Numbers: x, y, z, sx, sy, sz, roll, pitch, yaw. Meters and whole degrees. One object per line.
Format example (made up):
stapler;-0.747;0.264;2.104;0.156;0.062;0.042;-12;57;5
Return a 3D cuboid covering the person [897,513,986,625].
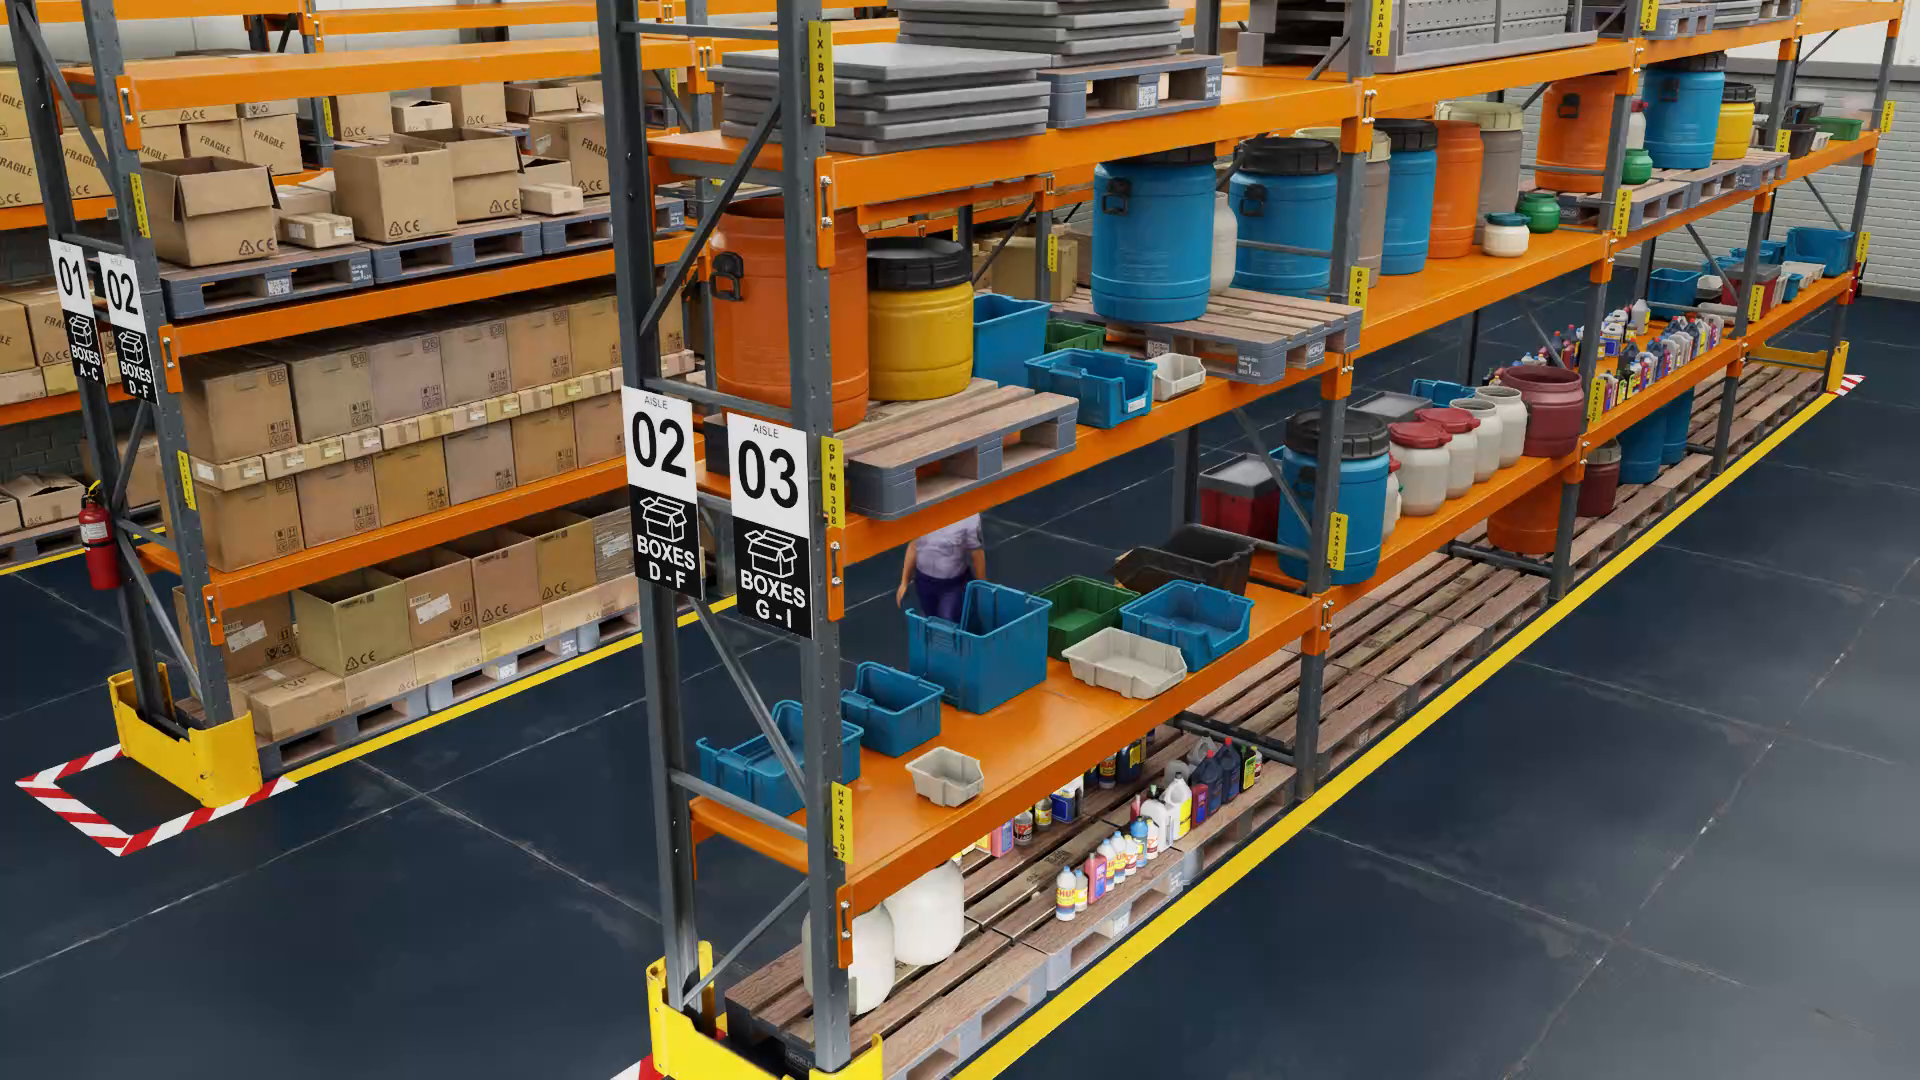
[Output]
person;-0.147;0.357;10.661;0.513;1.641;0.822;13;24;32
